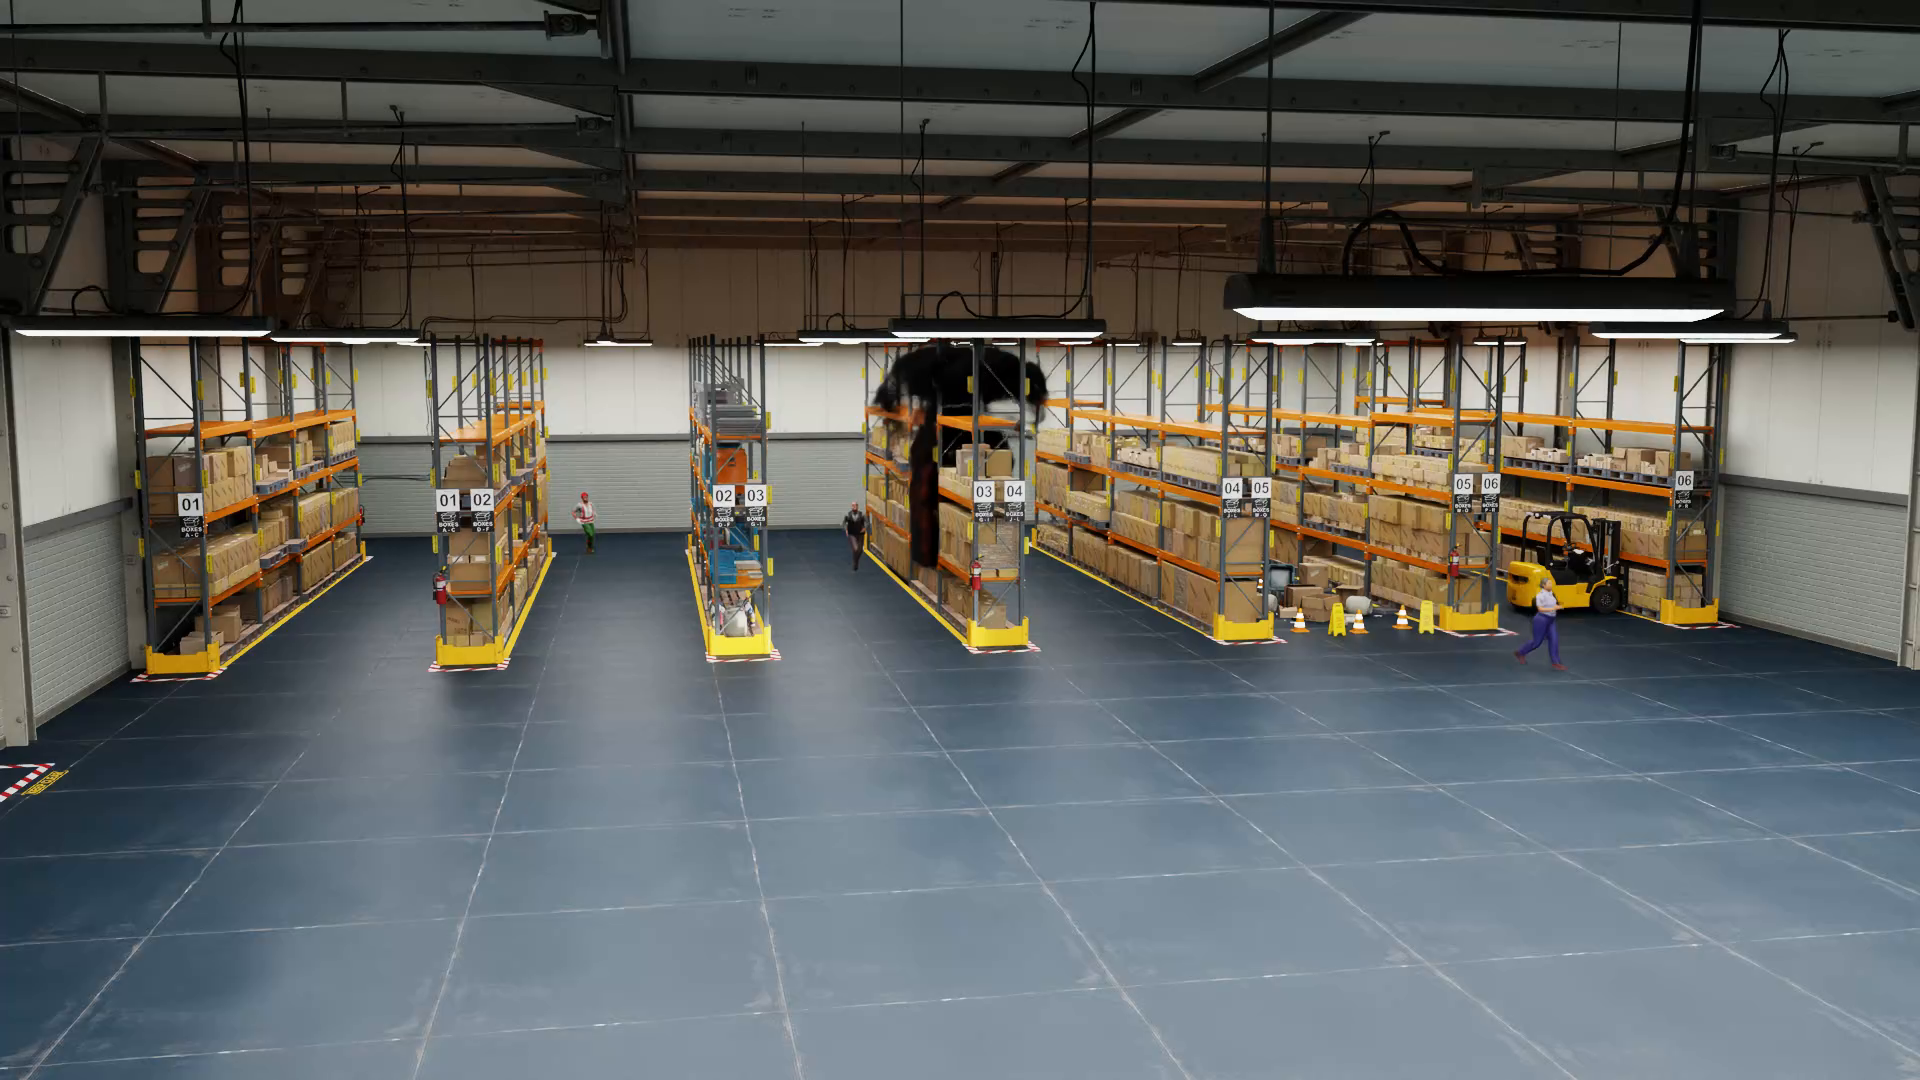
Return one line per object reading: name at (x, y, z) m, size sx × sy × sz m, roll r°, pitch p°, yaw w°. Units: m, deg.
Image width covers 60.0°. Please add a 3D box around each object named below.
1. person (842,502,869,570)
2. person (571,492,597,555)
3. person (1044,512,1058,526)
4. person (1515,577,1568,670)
person at (-2.596, -0.101, 41.408) m, size 0.668 × 1.702 × 0.657 m, roll -1°, pitch 7°, yaw -7°
person at (-10.400, -0.459, 46.374) m, size 0.624 × 1.751 × 0.661 m, roll 5°, pitch 8°, yaw 37°
person at (2.835, -0.886, 50.093) m, size 0.747 × 1.833 × 0.632 m, roll -1°, pitch 7°, yaw -12°
person at (10.425, 1.479, 29.716) m, size 0.938 × 1.625 × 0.607 m, roll 6°, pitch 9°, yaw 44°
